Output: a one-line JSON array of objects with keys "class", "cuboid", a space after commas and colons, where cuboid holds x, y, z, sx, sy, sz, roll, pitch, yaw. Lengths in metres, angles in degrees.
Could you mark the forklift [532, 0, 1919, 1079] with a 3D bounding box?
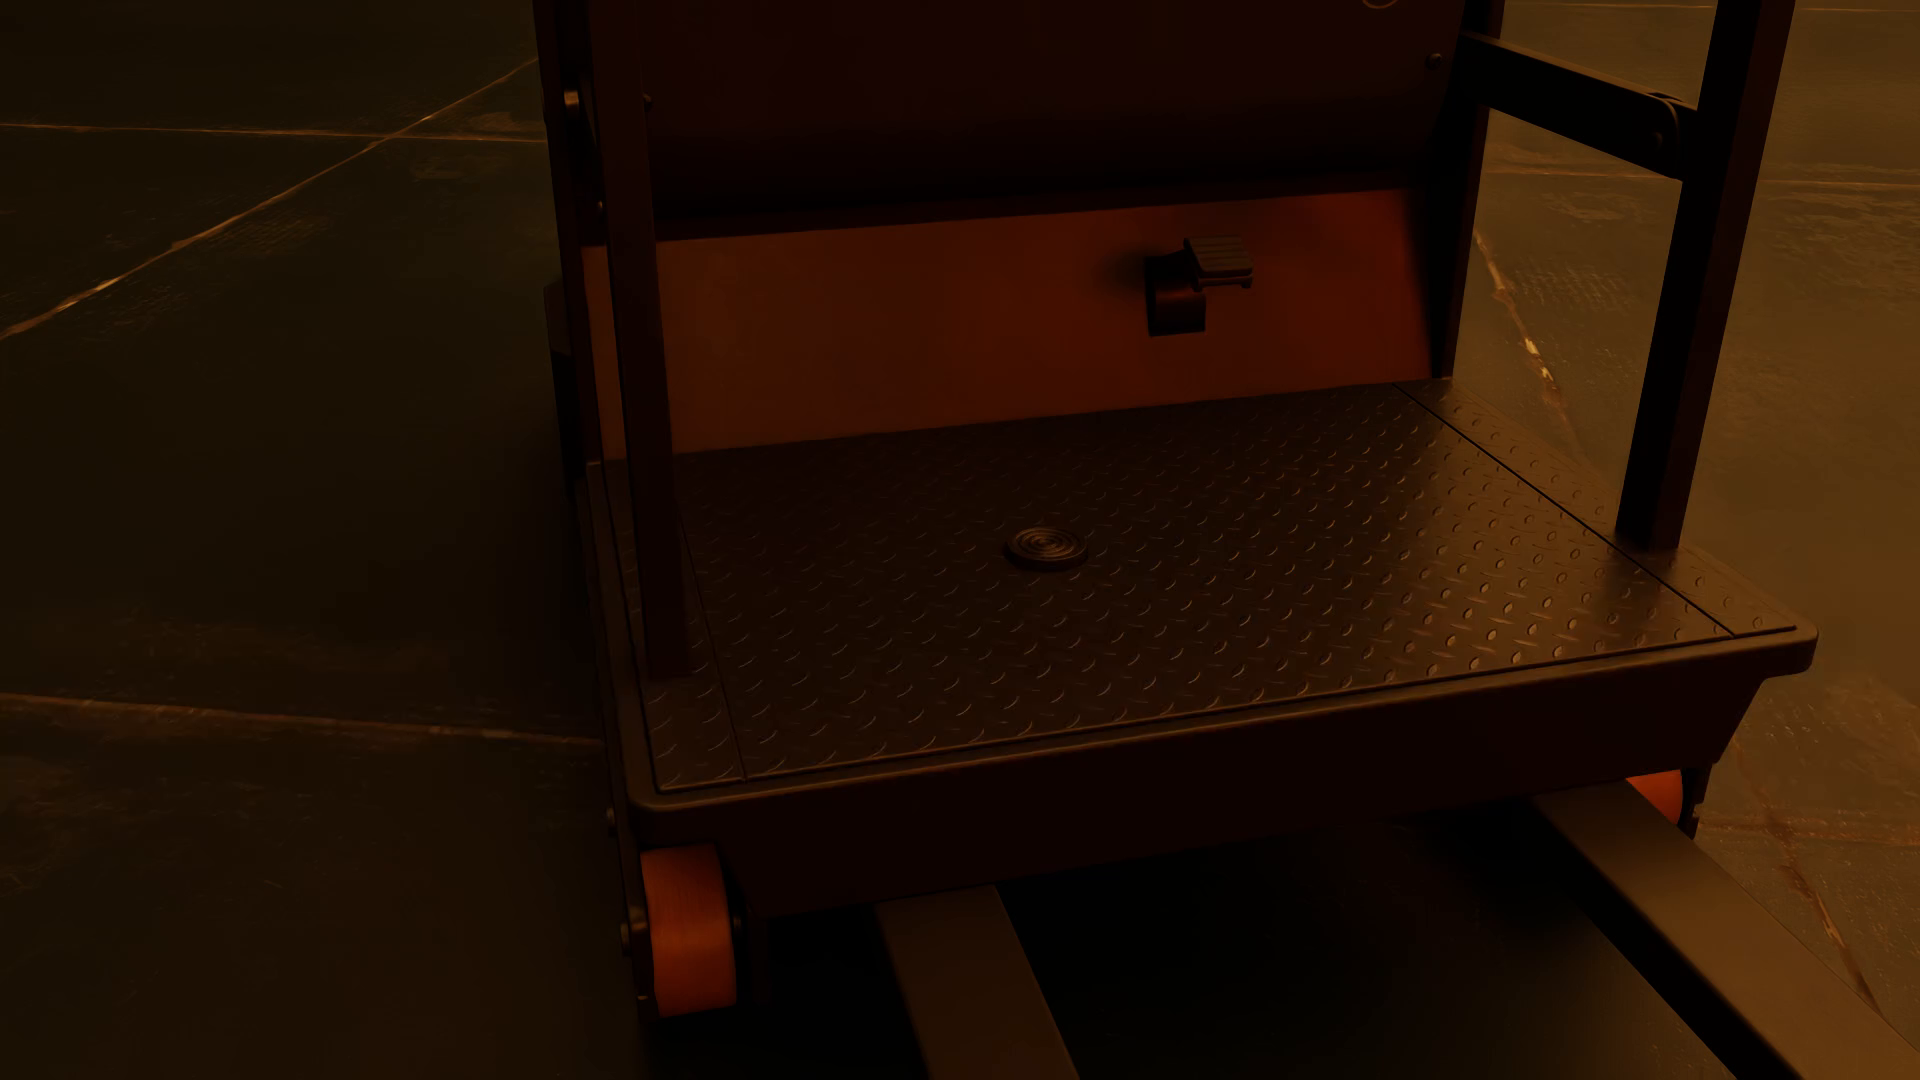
[{"class": "forklift", "cuboid": [0.153, -1.049, 1.319, 1.130, 2.935, 3.031, -7, 27, -13]}]
